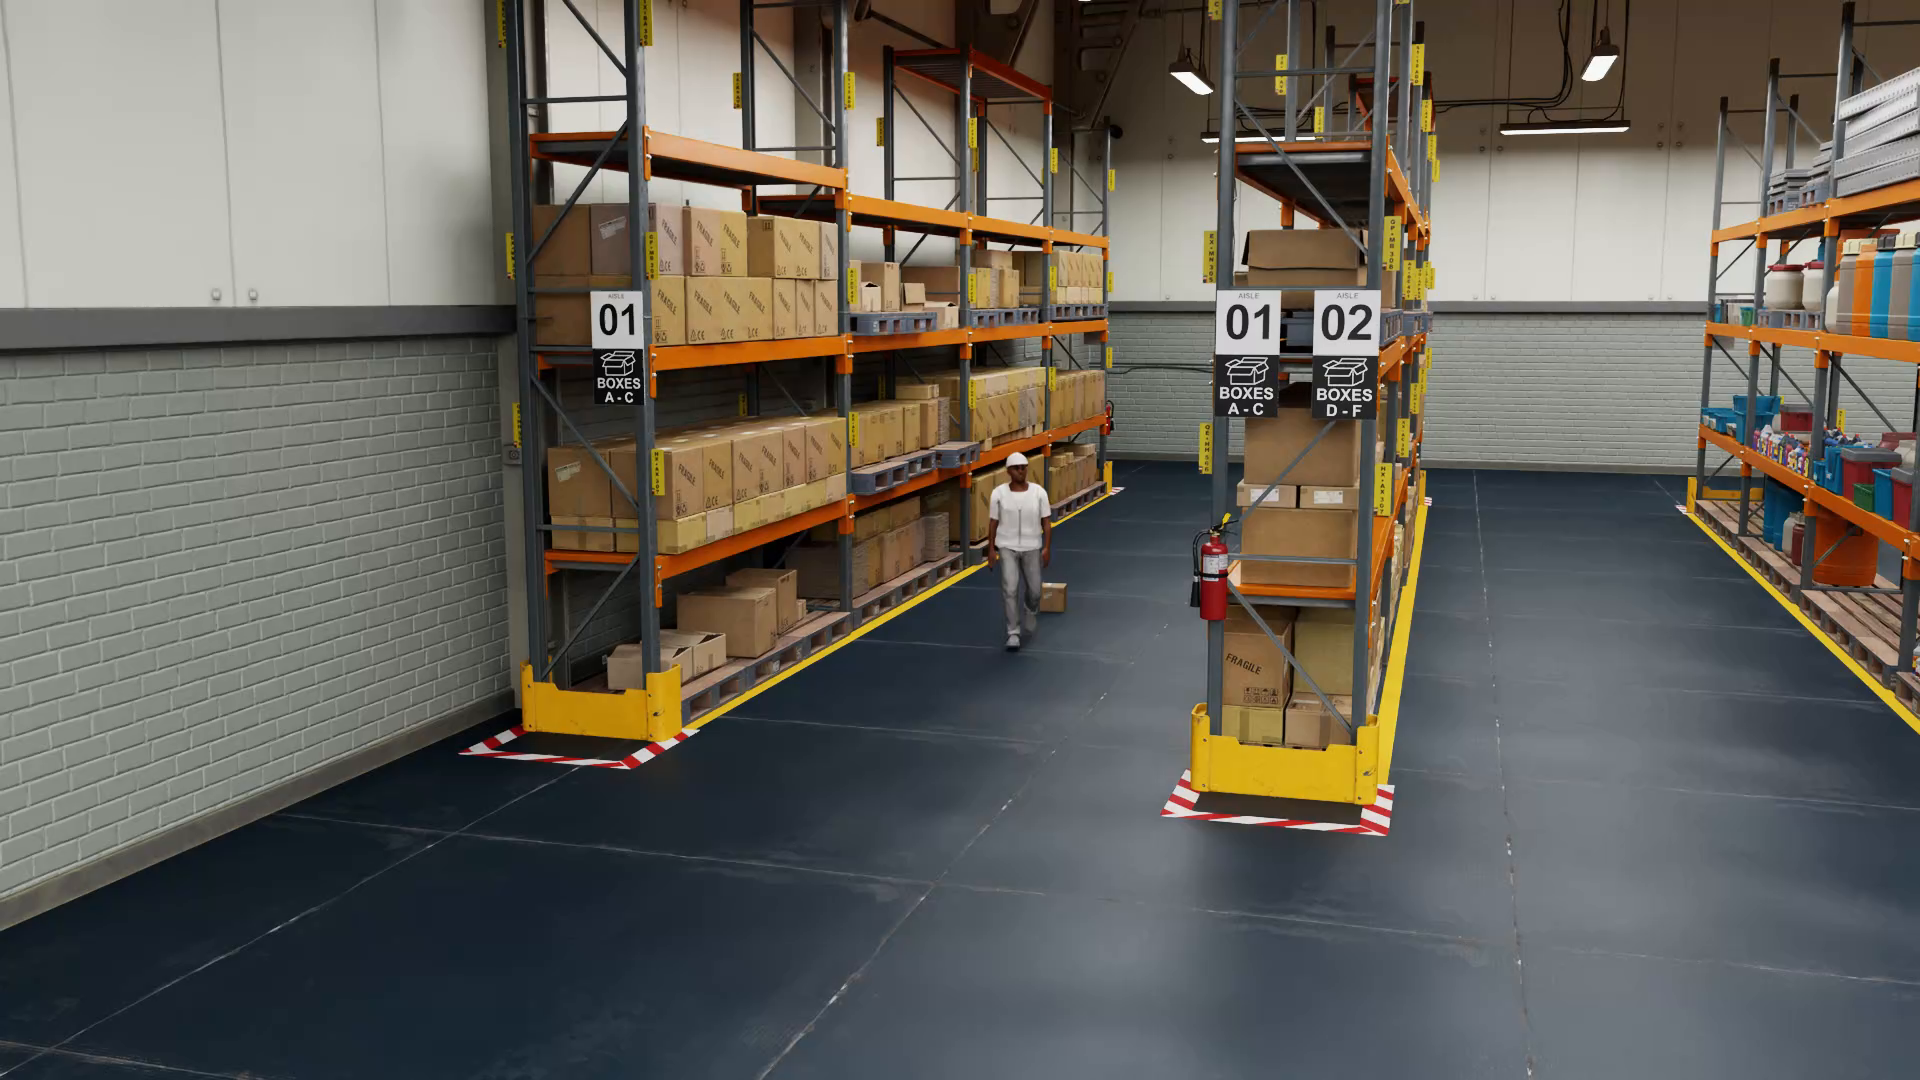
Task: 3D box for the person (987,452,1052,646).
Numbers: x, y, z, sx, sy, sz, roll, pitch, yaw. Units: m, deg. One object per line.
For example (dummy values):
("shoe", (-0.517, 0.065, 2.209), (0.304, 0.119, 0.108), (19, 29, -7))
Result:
("person", (0.541, 0.075, 15.138), (0.588, 1.748, 0.686), (0, 8, -1))
